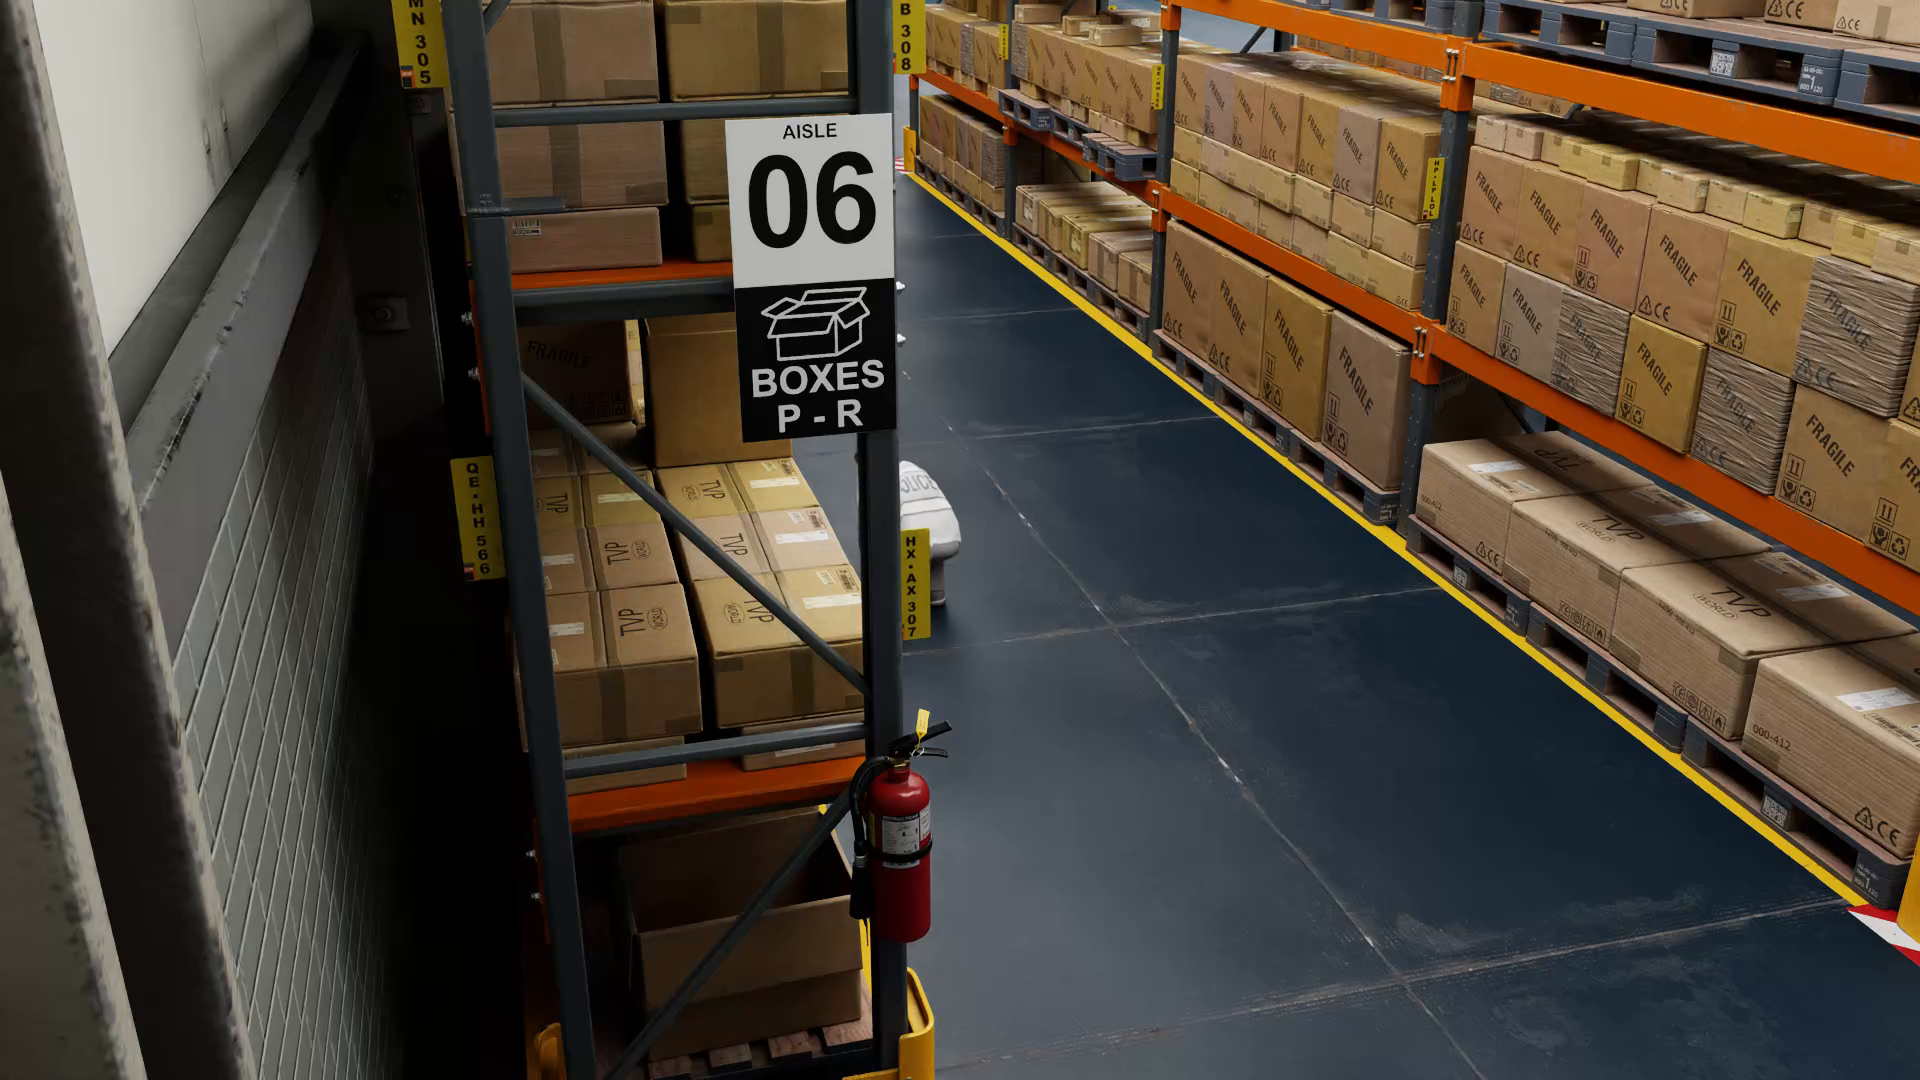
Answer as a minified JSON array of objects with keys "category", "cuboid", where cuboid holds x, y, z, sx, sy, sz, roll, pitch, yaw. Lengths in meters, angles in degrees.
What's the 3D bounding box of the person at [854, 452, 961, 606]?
[{"category":"person","cuboid":[-0.305,-0.050,8.916,0.459,0.822,0.907,-8,24,-18]}]
